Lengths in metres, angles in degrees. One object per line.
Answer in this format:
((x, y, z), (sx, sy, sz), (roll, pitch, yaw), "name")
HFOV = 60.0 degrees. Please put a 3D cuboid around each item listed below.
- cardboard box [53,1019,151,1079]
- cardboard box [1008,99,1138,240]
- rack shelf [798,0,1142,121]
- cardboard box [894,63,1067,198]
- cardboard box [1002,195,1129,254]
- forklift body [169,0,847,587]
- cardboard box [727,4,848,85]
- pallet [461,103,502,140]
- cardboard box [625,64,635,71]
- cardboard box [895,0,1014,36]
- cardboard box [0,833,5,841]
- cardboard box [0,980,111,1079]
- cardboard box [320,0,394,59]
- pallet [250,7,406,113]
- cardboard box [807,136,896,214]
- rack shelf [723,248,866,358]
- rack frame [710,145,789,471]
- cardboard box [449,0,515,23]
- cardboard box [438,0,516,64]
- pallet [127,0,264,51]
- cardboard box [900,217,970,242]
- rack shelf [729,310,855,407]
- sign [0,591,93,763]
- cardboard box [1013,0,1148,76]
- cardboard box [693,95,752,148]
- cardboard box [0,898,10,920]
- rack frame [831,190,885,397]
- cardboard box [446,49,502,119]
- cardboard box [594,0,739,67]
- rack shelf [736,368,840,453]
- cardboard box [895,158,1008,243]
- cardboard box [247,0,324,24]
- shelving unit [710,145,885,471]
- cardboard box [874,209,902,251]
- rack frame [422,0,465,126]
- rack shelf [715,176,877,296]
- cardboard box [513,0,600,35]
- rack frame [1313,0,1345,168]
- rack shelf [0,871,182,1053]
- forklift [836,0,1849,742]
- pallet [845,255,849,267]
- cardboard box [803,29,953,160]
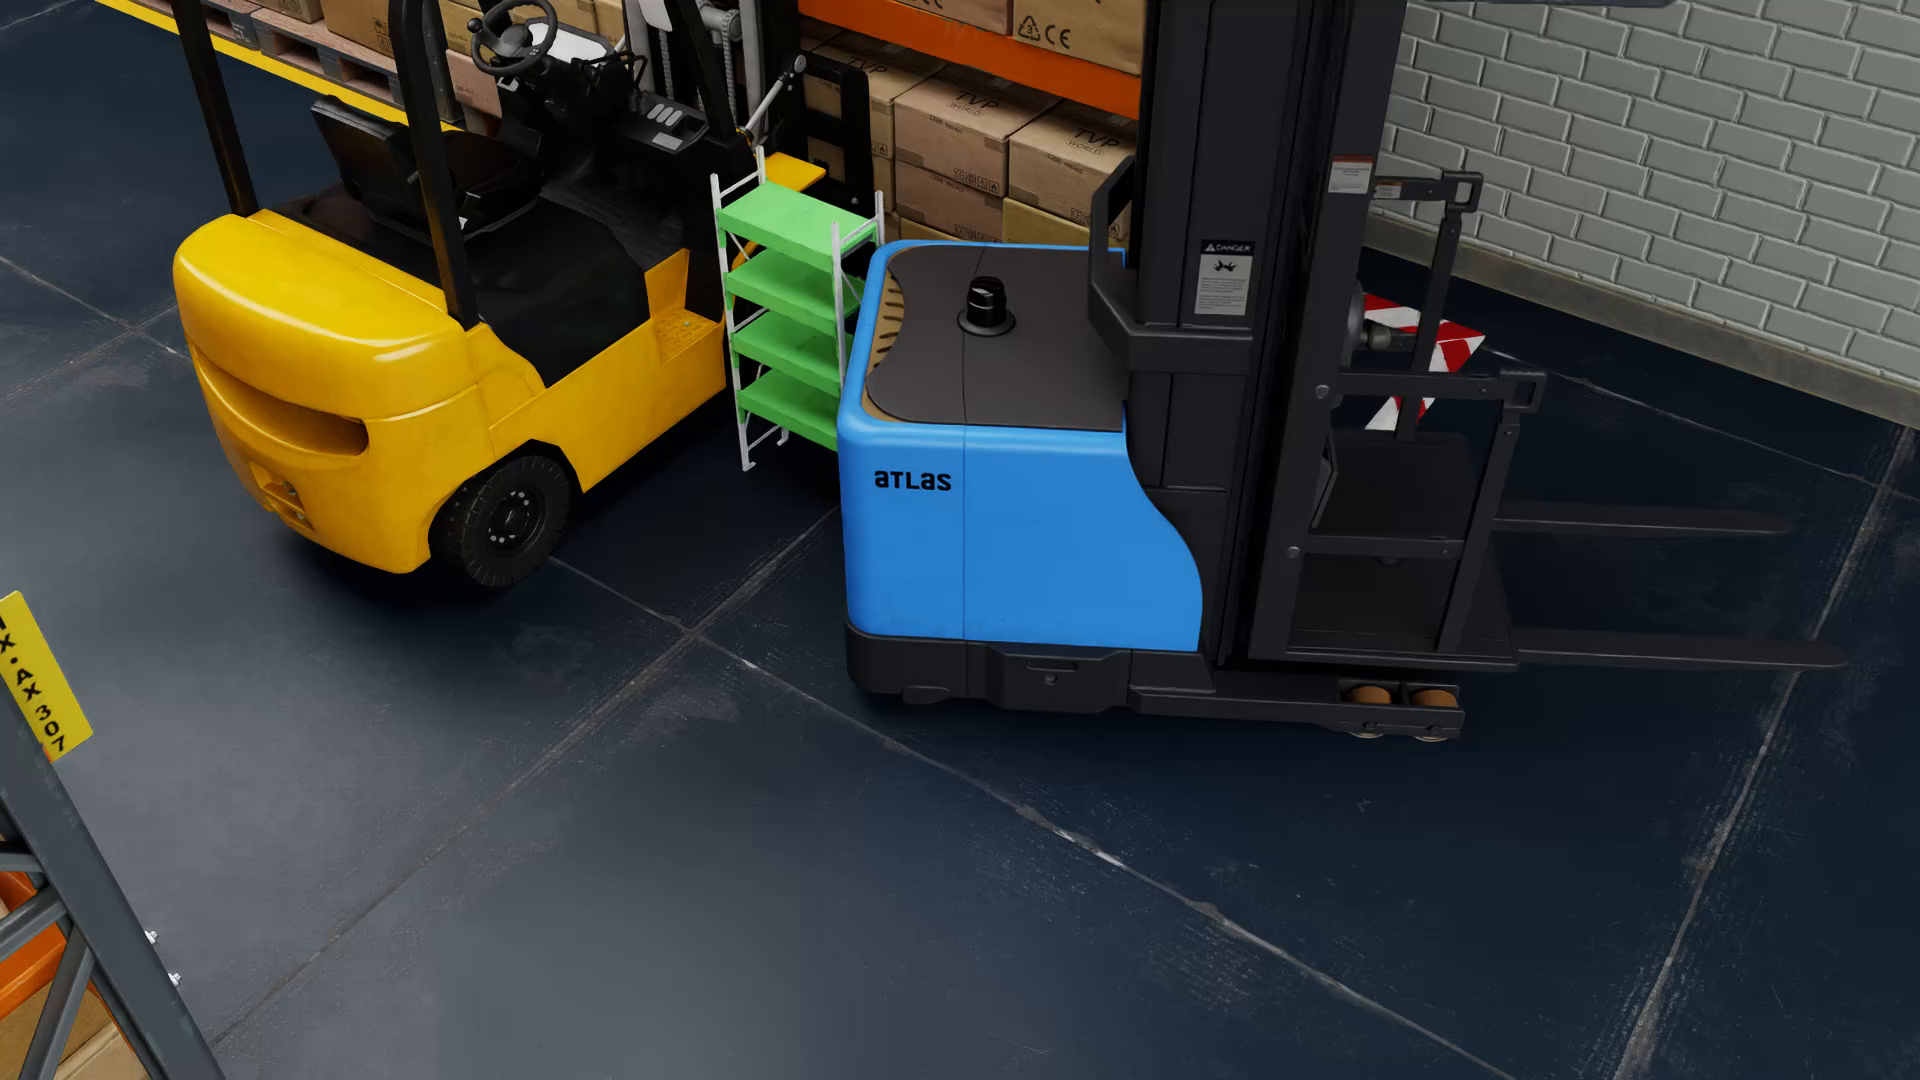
((-2.270, 1.252, 3.849), (0.500, 0.250, 0.500), (25, 47, 25), "cardboard box")
((0.523, -1.379, 6.038), (0.500, 0.250, 0.500), (27, 48, 27), "cardboard box")
((-0.559, -2.366, 6.684), (4.000, 0.370, 1.077), (25, 48, 25), "rack shelf")
((0.101, -1.571, 6.253), (0.500, 0.250, 0.500), (26, 48, 26), "cardboard box")
((0.501, -1.202, 6.216), (0.500, 0.250, 0.500), (24, 47, 25), "cardboard box")
((-1.521, -1.282, 5.570), (1.214, 2.155, 2.313), (25, 48, 25), "forklift body")
((-0.728, -1.957, 6.685), (0.500, 0.250, 0.500), (24, 47, 25), "cardboard box")
((-1.569, -2.033, 7.864), (1.213, 0.211, 1.003), (25, 48, 25), "pallet")
((-1.159, -1.973, 7.078), (0.500, 0.250, 0.500), (25, 47, 25), "cardboard box")
((0.105, -2.154, 5.833), (0.500, 0.500, 0.500), (27, 48, 27), "cardboard box")
((-1.997, 0.362, 2.797), (0.500, 0.500, 0.500), (24, 47, 25), "cardboard box")
((-2.290, 0.963, 3.609), (0.500, 0.500, 0.500), (24, 47, 24), "cardboard box")
((-2.630, -2.865, 8.168), (0.625, 0.625, 0.875), (27, 48, 27), "cardboard box")
((-2.822, -2.621, 8.521), (1.213, 0.211, 1.003), (25, 48, 25), "pallet")
((-0.339, -1.586, 6.645), (0.500, 0.250, 0.500), (24, 47, 24), "cardboard box")
((-0.513, -0.798, 5.478), (0.480, 0.148, 0.258), (26, 48, 26), "rack shelf")
((-0.711, -0.762, 5.702), (0.015, 1.200, 0.240), (26, 48, 26), "rack frame")
((-1.980, -2.547, 7.345), (0.500, 0.250, 0.500), (24, 47, 25), "cardboard box")
((-1.978, -2.364, 7.515), (0.500, 0.250, 0.500), (25, 47, 25), "cardboard box")
((-3.825, -3.088, 9.043), (1.213, 0.211, 1.003), (25, 48, 25), "pallet")
((0.111, -1.203, 6.592), (0.500, 0.250, 0.500), (25, 48, 25), "cardboard box")
((-0.513, -0.620, 5.638), (0.480, 0.148, 0.258), (26, 48, 26), "rack shelf")
((-1.457, 0.224, 2.601), (0.005, 0.325, 0.100), (25, 48, 25), "sign")
((0.525, -1.950, 5.605), (0.500, 0.500, 0.500), (24, 47, 24), "cardboard box")
((-0.746, -1.780, 6.861), (0.500, 0.250, 0.500), (25, 47, 25), "cardboard box")
((-1.928, 0.694, 2.914), (0.250, 0.149, 0.380), (25, 48, 25), "cardboard box")
((-0.315, -0.572, 5.490), (0.015, 1.200, 0.240), (26, 48, 26), "rack frame")
((-1.990, -2.165, 7.668), (0.500, 0.250, 0.500), (26, 48, 26), "cardboard box")
((-1.154, -2.162, 6.914), (0.500, 0.250, 0.500), (27, 48, 27), "cardboard box")
((-0.513, -0.441, 5.798), (0.480, 0.148, 0.258), (26, 48, 26), "rack shelf")
((0.096, -1.400, 6.437), (0.500, 0.250, 0.500), (25, 47, 25), "cardboard box")
((-3.261, -3.166, 8.505), (0.625, 0.625, 0.875), (25, 47, 25), "cardboard box")
((-0.513, -0.667, 5.596), (0.503, 1.200, 0.258), (26, 48, 26), "shelving unit")
((-0.294, -1.399, 6.811), (0.500, 0.250, 0.500), (26, 48, 26), "cardboard box")
((-2.196, -3.400, 7.300), (0.127, 3.000, 1.000), (25, 48, 25), "rack frame")
((-0.513, -0.977, 5.318), (0.480, 0.148, 0.258), (26, 48, 26), "rack shelf")
((-1.568, -2.346, 7.120), (0.500, 0.250, 0.500), (25, 48, 25), "cardboard box")
((1.079, -1.868, 5.588), (0.127, 3.000, 1.000), (25, 48, 25), "rack frame")
((-3.406, 0.346, 3.654), (4.000, 0.370, 1.077), (25, 48, 25), "rack shelf")
((1.189, -0.848, 4.500), (3.031, 2.935, 1.130), (3, 42, 3), "forklift")
((-0.566, -1.566, 7.342), (1.213, 0.211, 1.003), (25, 48, 25), "pallet")
((-0.318, -1.759, 6.463), (0.500, 0.250, 0.500), (26, 48, 26), "cardboard box")
